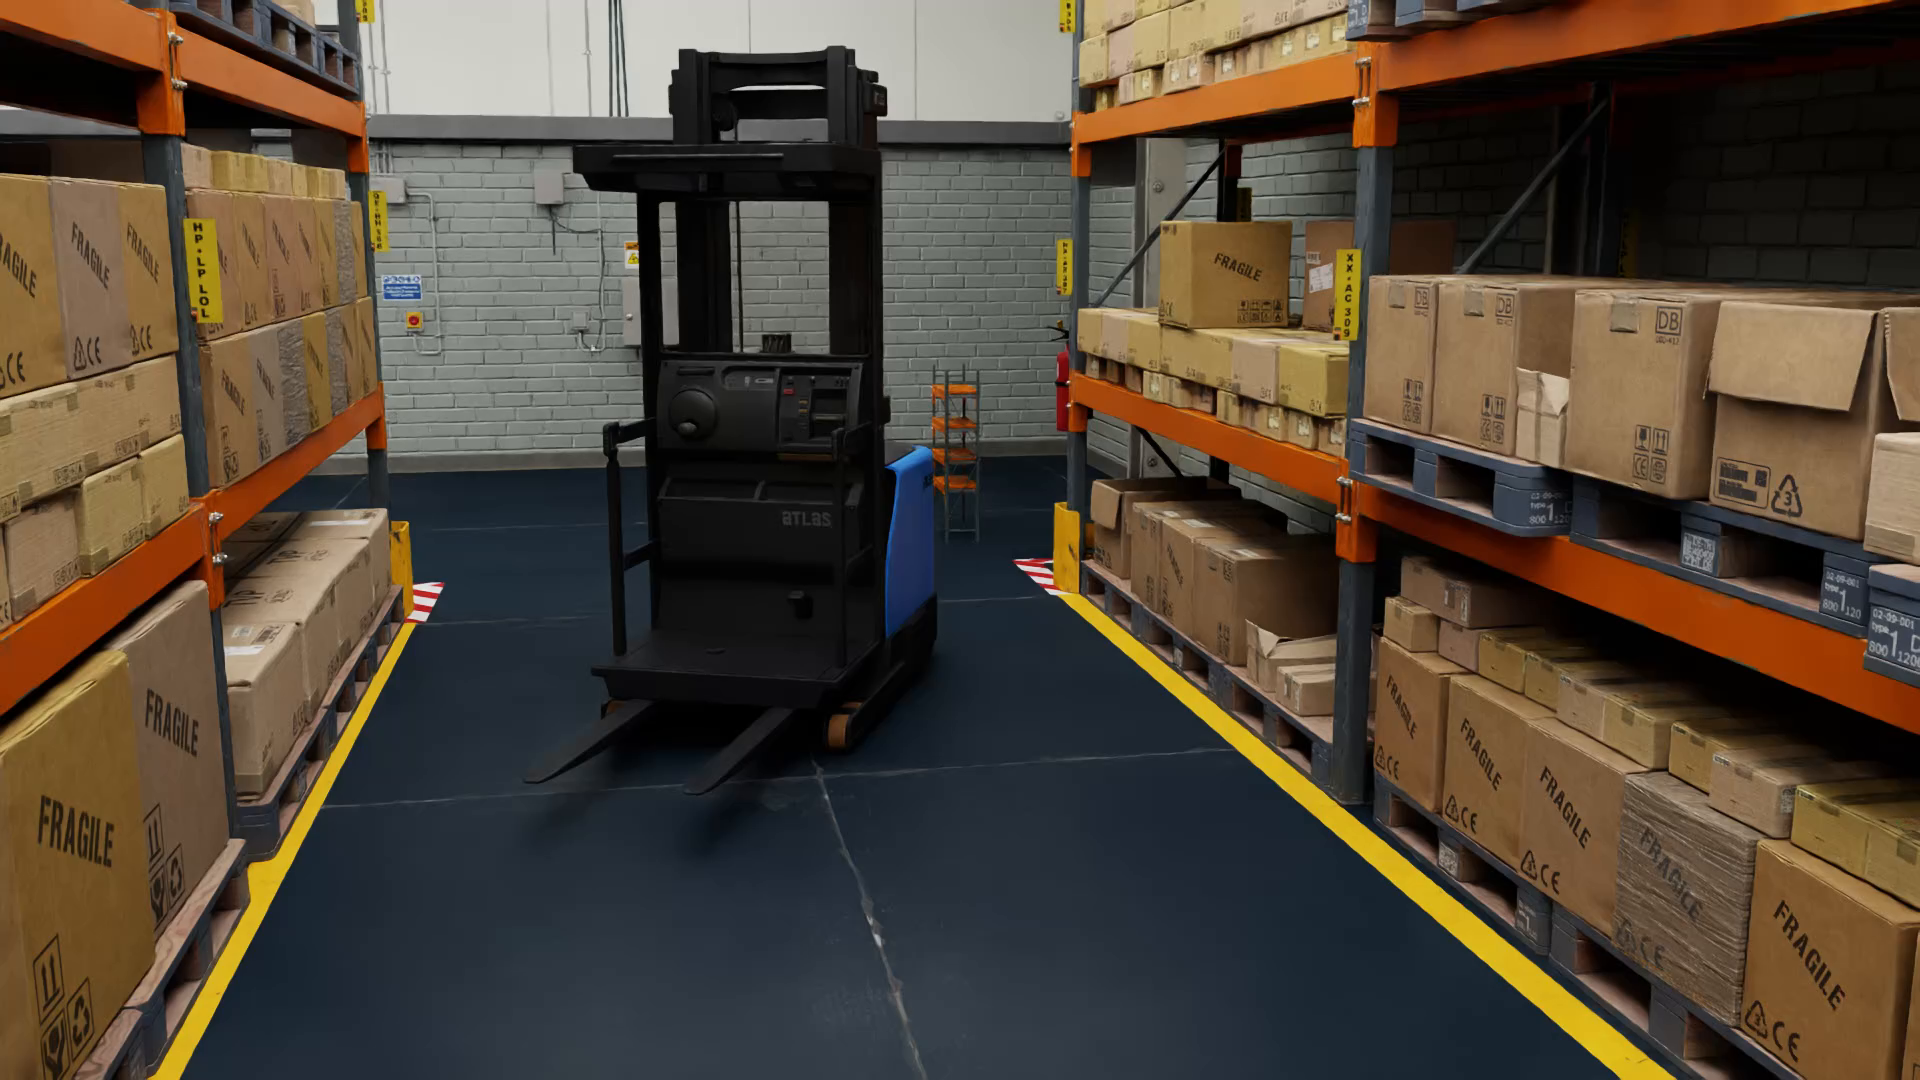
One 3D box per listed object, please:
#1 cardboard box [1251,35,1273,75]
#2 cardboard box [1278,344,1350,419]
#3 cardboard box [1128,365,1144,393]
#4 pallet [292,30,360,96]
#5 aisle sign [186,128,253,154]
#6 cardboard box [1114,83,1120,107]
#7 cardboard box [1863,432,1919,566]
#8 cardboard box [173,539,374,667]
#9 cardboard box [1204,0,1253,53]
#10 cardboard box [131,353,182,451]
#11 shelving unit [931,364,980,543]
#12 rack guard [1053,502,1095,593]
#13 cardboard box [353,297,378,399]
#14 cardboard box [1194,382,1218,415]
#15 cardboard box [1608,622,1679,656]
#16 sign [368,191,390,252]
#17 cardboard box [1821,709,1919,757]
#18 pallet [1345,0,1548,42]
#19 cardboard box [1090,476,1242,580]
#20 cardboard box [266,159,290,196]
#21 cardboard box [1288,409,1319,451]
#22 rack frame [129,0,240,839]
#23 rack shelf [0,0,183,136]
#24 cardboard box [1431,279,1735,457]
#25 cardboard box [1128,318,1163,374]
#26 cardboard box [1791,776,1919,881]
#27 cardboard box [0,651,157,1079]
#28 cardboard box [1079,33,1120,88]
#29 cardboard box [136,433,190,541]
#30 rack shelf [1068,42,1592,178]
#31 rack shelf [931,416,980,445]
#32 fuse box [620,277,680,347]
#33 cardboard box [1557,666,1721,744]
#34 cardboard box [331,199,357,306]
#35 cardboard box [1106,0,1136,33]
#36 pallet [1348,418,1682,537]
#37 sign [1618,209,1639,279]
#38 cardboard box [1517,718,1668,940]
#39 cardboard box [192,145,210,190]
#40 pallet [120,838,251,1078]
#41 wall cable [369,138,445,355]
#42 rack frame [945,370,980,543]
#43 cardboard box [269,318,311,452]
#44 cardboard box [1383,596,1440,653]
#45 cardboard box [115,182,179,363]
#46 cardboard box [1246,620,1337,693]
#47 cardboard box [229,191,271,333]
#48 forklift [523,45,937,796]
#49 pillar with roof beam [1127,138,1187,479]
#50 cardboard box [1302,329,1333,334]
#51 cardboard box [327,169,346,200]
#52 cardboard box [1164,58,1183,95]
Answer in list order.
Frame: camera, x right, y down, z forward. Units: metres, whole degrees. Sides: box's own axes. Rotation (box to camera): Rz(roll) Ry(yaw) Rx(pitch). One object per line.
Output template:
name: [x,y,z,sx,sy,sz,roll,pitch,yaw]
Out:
cardboard box: [1.445,-2.028,6.978,0.380,0.149,0.250,-2,11,-11]
cardboard box: [1.598,-0.640,6.641,0.500,0.250,0.500,-2,11,-10]
cardboard box: [1.122,-0.882,8.981,0.380,0.149,0.250,-2,11,-9]
pallet: [-3.556,-2.330,8.128,1.003,0.211,1.213,-2,11,-11]
aisle sign: [-4.009,-2.315,8.884,0.394,0.787,0.004,-2,11,-11]
cardboard box: [1.069,-2.452,9.209,0.380,0.149,0.250,-2,11,-10]
cardboard box: [2.191,-0.064,3.286,0.500,0.250,0.500,-3,11,-14]
cardboard box: [-3.297,0.302,7.816,0.875,0.438,0.875,-2,11,-9]
cardboard box: [1.397,-2.297,7.328,0.500,0.250,0.500,-2,11,-10]
cardboard box: [-2.608,-0.401,4.848,0.500,0.250,0.500,-2,11,-11]
shelving unit: [-0.032,-0.620,11.744,0.258,1.200,0.503,-2,11,-11]
rack guard: [1.173,0.025,10.226,1.175,0.500,0.348,-2,11,-11]
cardboard box: [-3.357,-1.005,8.690,0.500,0.500,0.500,-2,11,-11]
cardboard box: [1.344,-0.692,7.983,0.380,0.149,0.250,-2,11,-11]
cardboard box: [2.402,0.370,5.560,0.380,0.149,0.250,-2,11,-10]
sign: [-3.175,-1.738,9.073,0.100,0.325,0.005,-2,11,-11]
cardboard box: [2.603,0.561,4.556,0.380,0.149,0.250,-3,11,-13]
pallet: [1.994,-1.742,5.306,1.213,0.211,1.003,-2,11,-11]
cardboard box: [1.184,-0.081,9.652,0.797,0.503,0.637,-3,11,-13]
cardboard box: [-3.017,-1.508,6.920,0.380,0.149,0.250,-2,11,-11]
cardboard box: [1.554,-0.456,6.740,0.380,0.149,0.250,-2,11,-9]
rack frame: [-2.932,-0.302,5.259,1.000,3.000,0.127,-2,11,-11]
rack shelf: [-2.543,-1.055,3.118,1.077,0.370,4.000,-2,11,-11]
cardboard box: [1.911,-0.546,5.154,0.700,0.500,0.500,-2,11,-10]
cardboard box: [1.182,-1.011,8.589,0.500,0.250,0.500,-2,11,-12]
cardboard box: [2.222,0.678,3.940,0.380,0.149,0.250,-2,11,-12]
cardboard box: [-2.550,0.812,3.967,0.875,0.875,0.875,-2,11,-9]
cardboard box: [0.976,-2.671,9.291,0.500,0.250,0.500,-2,11,-12]
cardboard box: [-2.598,-0.155,4.889,0.500,0.250,0.500,-2,11,-12]
rack shelf: [1.547,-1.970,7.925,1.077,0.370,4.000,-2,11,-11]
rack shelf: [-0.032,-0.773,11.715,0.258,0.148,0.480,-2,11,-11]
fuse box: [-2.741,-1.485,14.923,0.539,1.711,0.414,-2,11,-11]
cardboard box: [2.014,0.487,4.941,0.380,0.149,0.250,-2,11,-11]
cardboard box: [-3.252,-1.401,8.093,0.500,0.500,0.500,-2,11,-11]
cardboard box: [1.078,-2.824,8.755,0.500,0.250,0.500,-2,11,-11]
pallet: [1.984,-0.238,5.438,1.003,0.211,1.213,-2,11,-11]
sign: [2.480,-1.072,6.212,0.100,0.325,0.005,-2,11,-11]
cardboard box: [2.015,0.825,4.903,0.500,0.500,0.500,-2,11,-13]
cardboard box: [-2.805,-1.274,5.693,0.380,0.149,0.250,-2,11,-10]
pallet: [-2.708,1.207,4.790,1.003,0.211,1.213,-2,11,-11]
wall cable: [-4.830,-2.583,14.444,0.585,1.953,0.123,-2,11,-11]
rack frame: [0.015,-0.575,11.509,0.240,1.200,0.015,-2,11,-11]
cardboard box: [-2.951,-0.630,6.718,0.500,0.500,0.500,-2,11,-11]
cardboard box: [1.745,0.296,5.948,0.380,0.149,0.250,-2,11,-8]
cardboard box: [-2.599,-0.769,4.773,0.500,0.500,0.500,-2,11,-9]
cardboard box: [1.470,0.497,7.252,0.396,0.266,0.258,-2,11,-9]
cardboard box: [-2.879,-1.031,6.149,0.500,0.500,0.500,-2,11,-12]
forklift: [-0.927,-0.620,7.118,1.130,2.935,3.031,2,11,12]
pillar with roof beam: [-2.705,-4.534,11.452,9.100,9.000,0.400,-2,11,-11]
cardboard box: [1.902,-0.842,7.705,0.500,0.250,0.500,-2,11,-10]
cardboard box: [-3.238,-1.746,8.169,0.380,0.149,0.250,-2,11,-12]
cardboard box: [1.195,-2.215,7.961,0.380,0.149,0.250,-2,11,-11]
